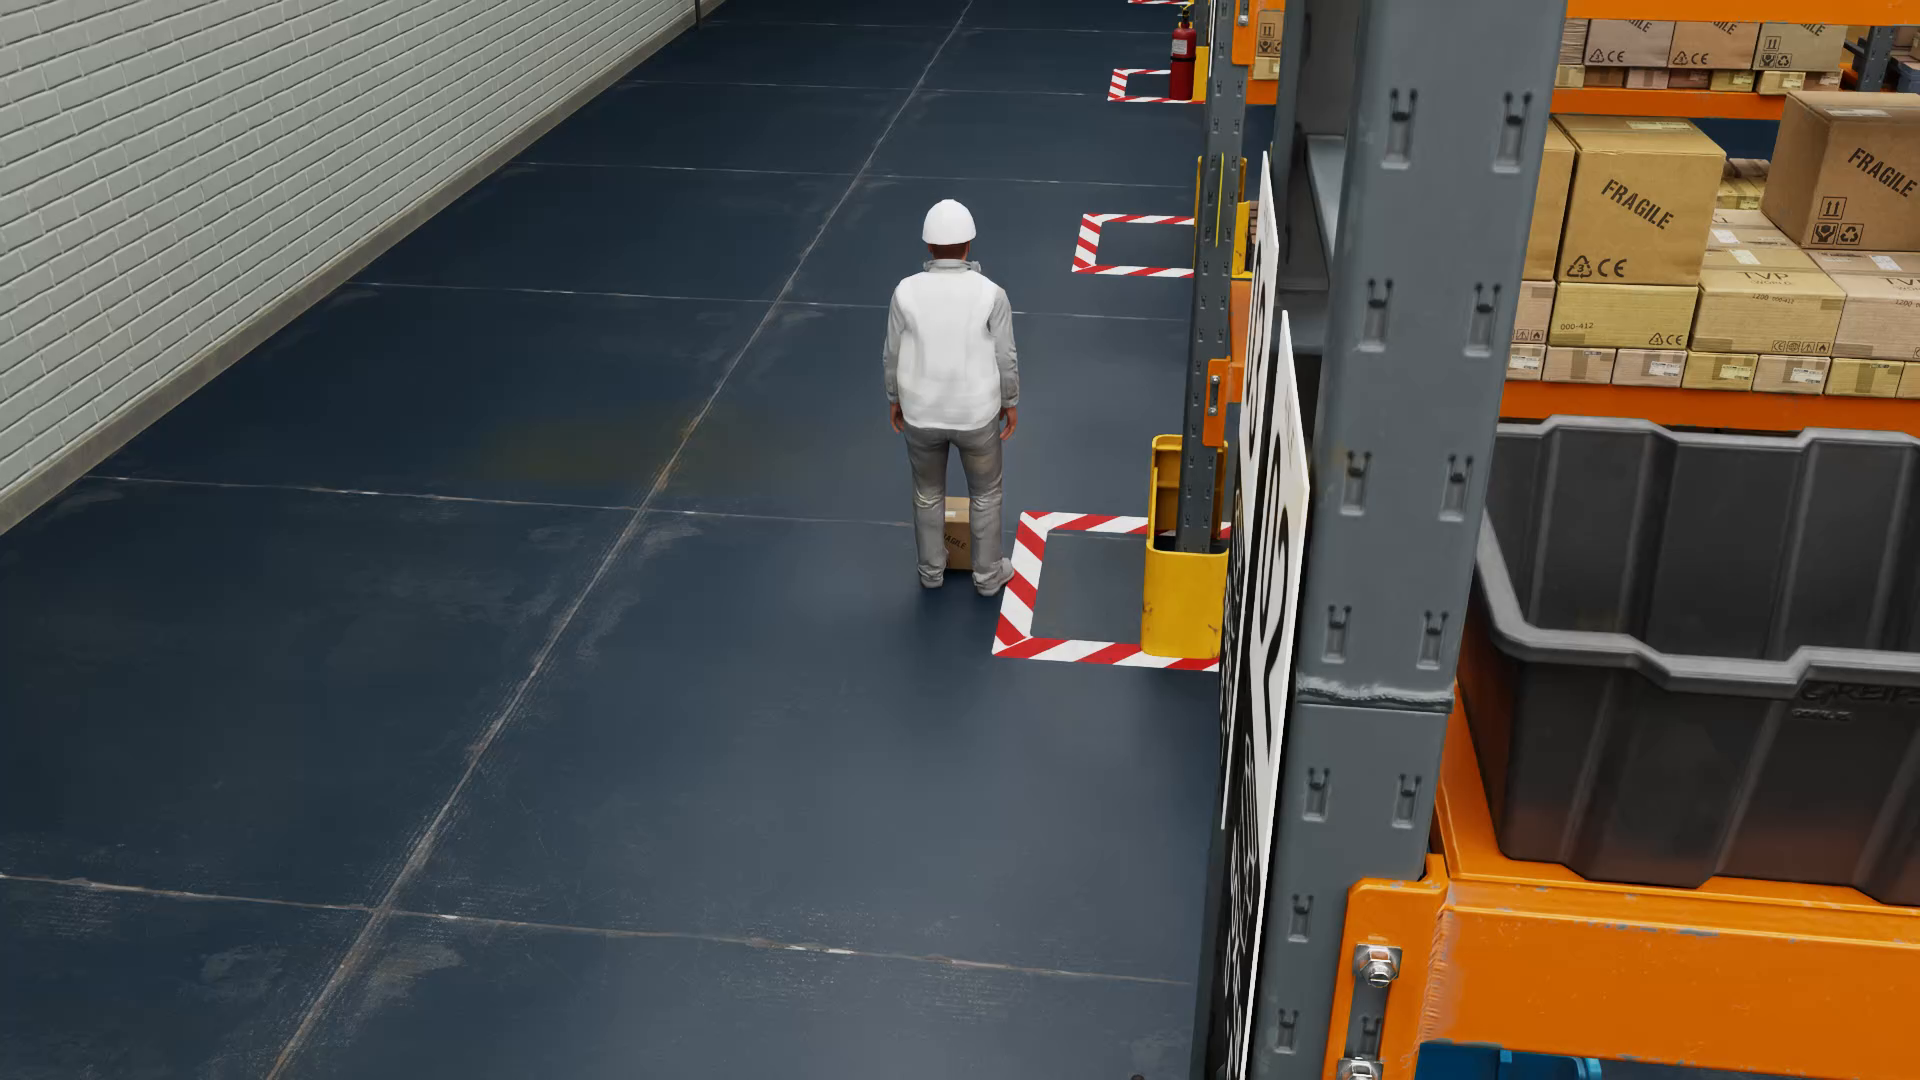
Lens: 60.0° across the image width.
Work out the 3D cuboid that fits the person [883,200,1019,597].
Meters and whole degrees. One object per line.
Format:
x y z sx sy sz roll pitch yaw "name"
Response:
-0.035 -0.580 7.177 0.580 1.770 0.466 3 28 6 "person"
